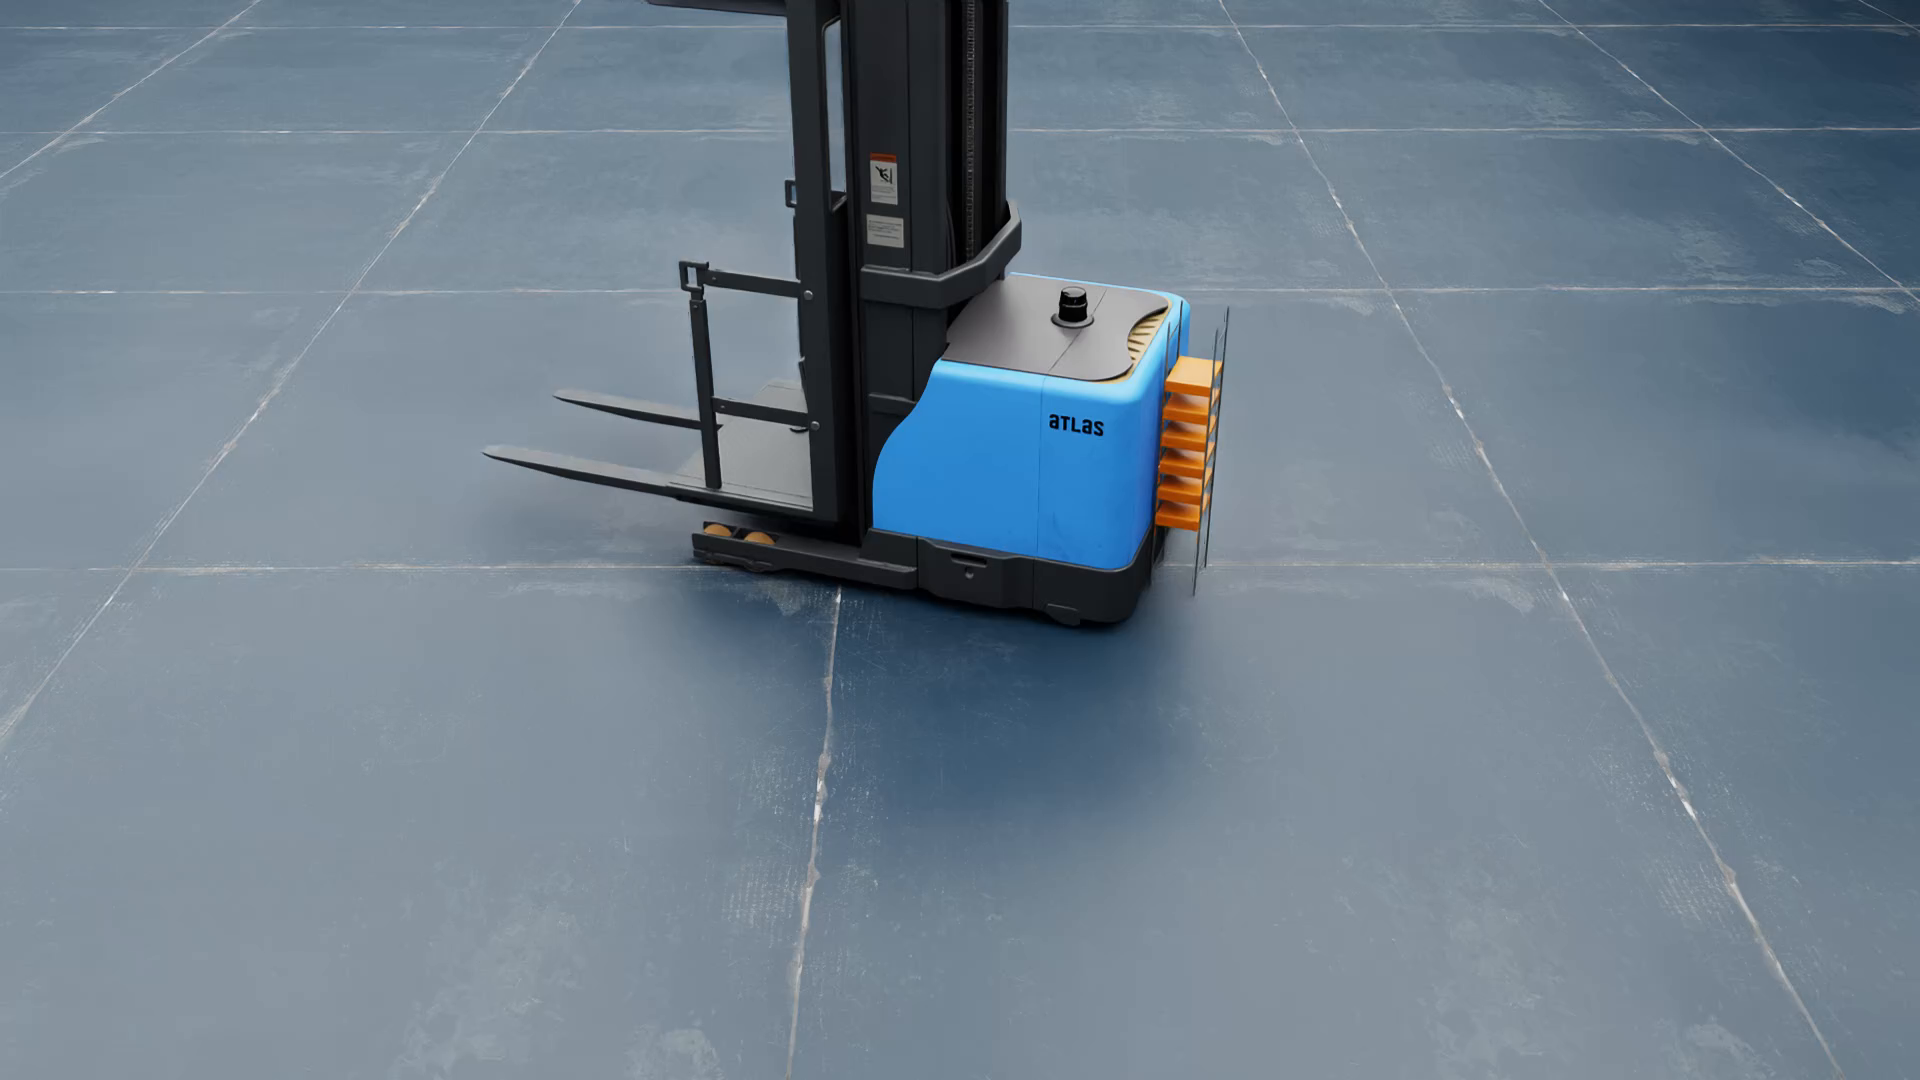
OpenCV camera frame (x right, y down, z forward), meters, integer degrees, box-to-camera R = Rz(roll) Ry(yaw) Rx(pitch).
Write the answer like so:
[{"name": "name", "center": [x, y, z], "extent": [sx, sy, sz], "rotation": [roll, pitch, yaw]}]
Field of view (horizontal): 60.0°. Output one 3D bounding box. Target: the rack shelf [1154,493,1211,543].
[{"name": "rack shelf", "center": [0.915, -0.107, 6.818], "extent": [0.180, 0.103, 0.258], "rotation": [10, 33, 16]}]

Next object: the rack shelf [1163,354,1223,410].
[{"name": "rack shelf", "center": [0.915, -0.620, 6.507], "extent": [0.180, 0.103, 0.258], "rotation": [10, 33, 16]}]

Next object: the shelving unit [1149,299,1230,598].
[{"name": "shelving unit", "center": [0.915, -0.350, 6.671], "extent": [0.189, 1.200, 0.258], "rotation": [10, 33, 16]}]

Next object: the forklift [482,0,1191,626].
[{"name": "forklift", "center": [-0.612, -1.363, 6.671], "extent": [3.031, 2.935, 1.130], "rotation": [10, 33, 16]}]

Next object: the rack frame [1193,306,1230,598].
[{"name": "rack frame", "center": [1.002, -0.335, 6.645], "extent": [0.006, 1.200, 0.240], "rotation": [10, 33, 16]}]

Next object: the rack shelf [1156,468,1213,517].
[{"name": "rack shelf", "center": [0.915, -0.210, 6.756], "extent": [0.180, 0.103, 0.258], "rotation": [10, 33, 16]}]

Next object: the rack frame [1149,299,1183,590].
[{"name": "rack frame", "center": [0.829, -0.366, 6.696], "extent": [0.006, 1.200, 0.240], "rotation": [10, 33, 16]}]

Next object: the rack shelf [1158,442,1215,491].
[{"name": "rack shelf", "center": [0.915, -0.312, 6.694], "extent": [0.180, 0.103, 0.258], "rotation": [10, 33, 16]}]

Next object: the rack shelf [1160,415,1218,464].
[{"name": "rack shelf", "center": [0.915, -0.415, 6.631], "extent": [0.180, 0.103, 0.258], "rotation": [10, 33, 16]}]

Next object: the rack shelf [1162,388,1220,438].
[{"name": "rack shelf", "center": [0.915, -0.517, 6.569], "extent": [0.180, 0.103, 0.258], "rotation": [10, 33, 16]}]
